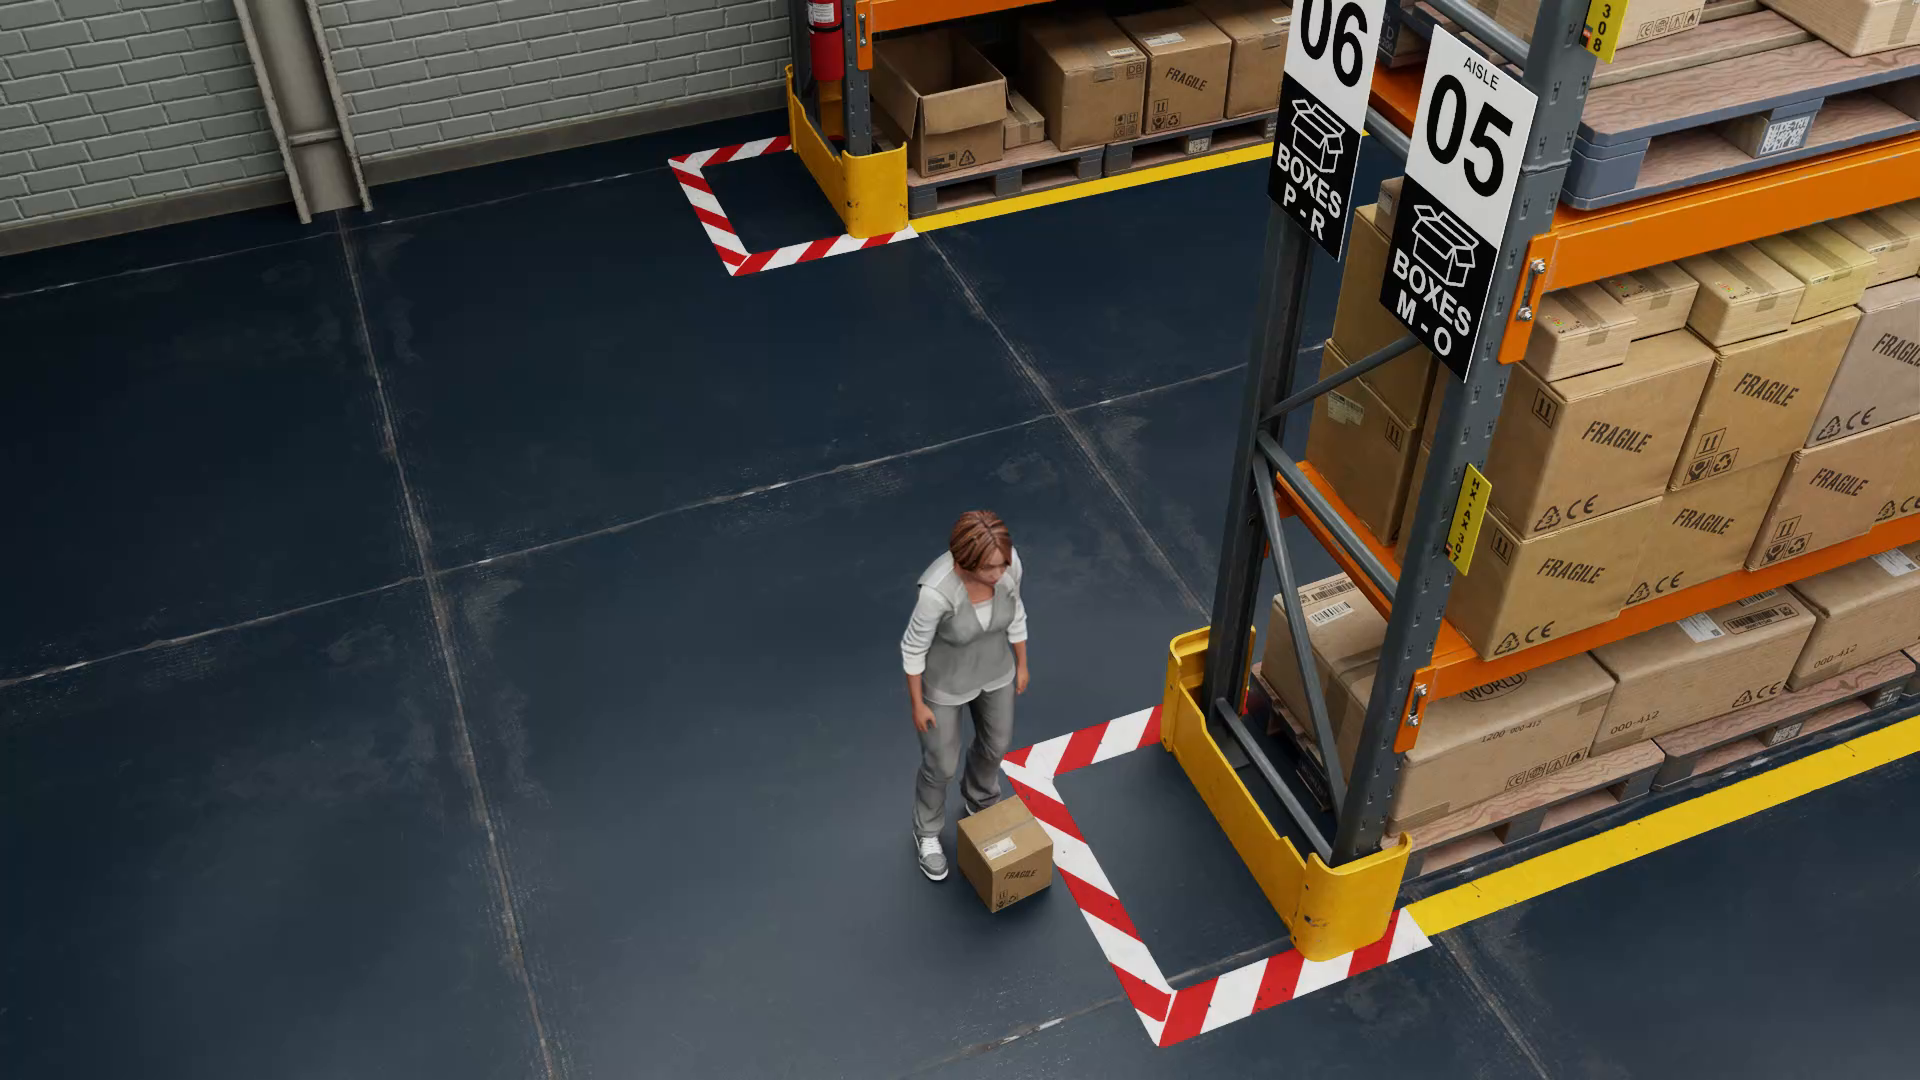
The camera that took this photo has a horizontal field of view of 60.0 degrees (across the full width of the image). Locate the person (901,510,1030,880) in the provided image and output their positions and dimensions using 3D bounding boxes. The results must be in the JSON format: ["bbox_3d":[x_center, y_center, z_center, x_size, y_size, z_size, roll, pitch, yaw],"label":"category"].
[{"bbox_3d":[0.025,0.489,5.632,0.468,1.592,0.349,-21,46,-21],"label":"person"}]
